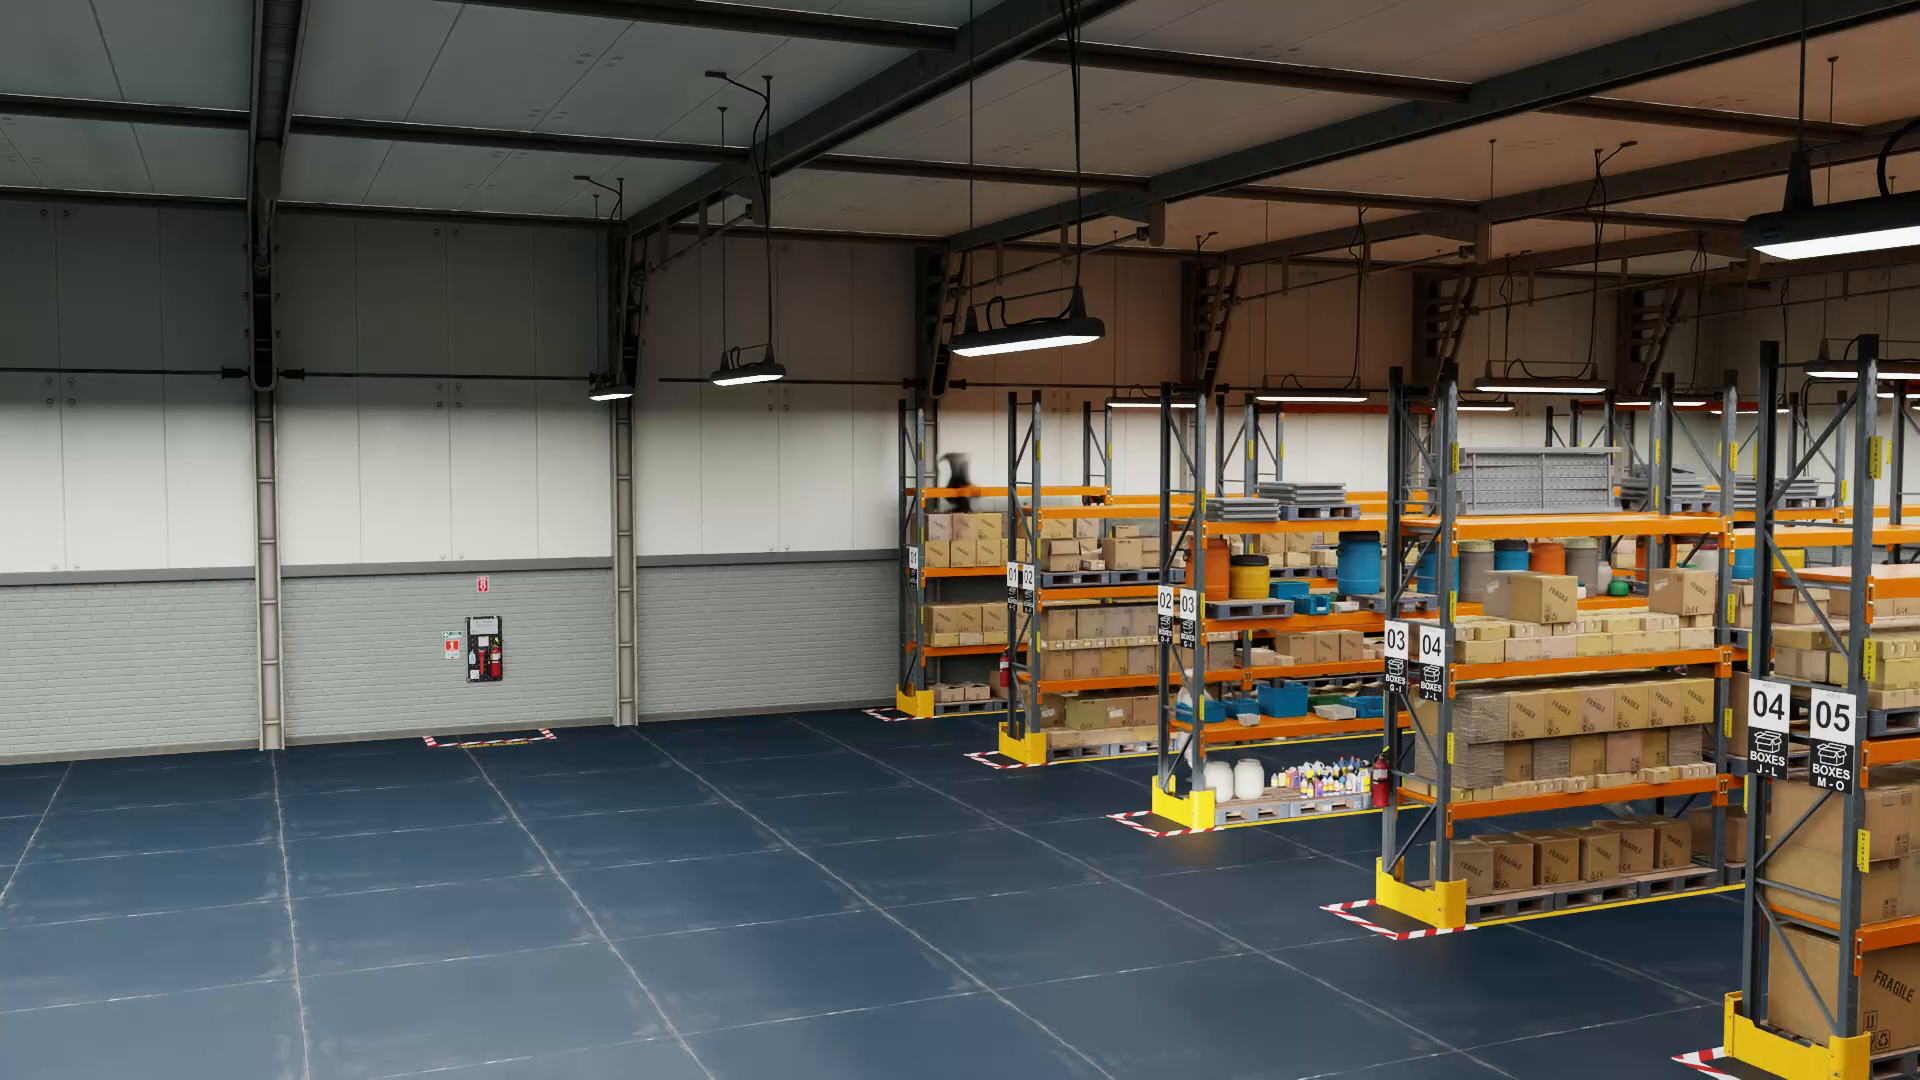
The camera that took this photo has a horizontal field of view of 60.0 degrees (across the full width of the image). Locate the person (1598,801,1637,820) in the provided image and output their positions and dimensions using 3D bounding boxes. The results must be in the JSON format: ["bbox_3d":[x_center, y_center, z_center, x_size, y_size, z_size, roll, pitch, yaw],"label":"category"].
[{"bbox_3d":[8.550,3.121,21.820,1.006,1.510,0.690,0,3,-4],"label":"person"}]

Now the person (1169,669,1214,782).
[{"bbox_3d":[3.453,2.818,25.125,0.691,1.736,0.707,-2,4,-31],"label":"person"}]
